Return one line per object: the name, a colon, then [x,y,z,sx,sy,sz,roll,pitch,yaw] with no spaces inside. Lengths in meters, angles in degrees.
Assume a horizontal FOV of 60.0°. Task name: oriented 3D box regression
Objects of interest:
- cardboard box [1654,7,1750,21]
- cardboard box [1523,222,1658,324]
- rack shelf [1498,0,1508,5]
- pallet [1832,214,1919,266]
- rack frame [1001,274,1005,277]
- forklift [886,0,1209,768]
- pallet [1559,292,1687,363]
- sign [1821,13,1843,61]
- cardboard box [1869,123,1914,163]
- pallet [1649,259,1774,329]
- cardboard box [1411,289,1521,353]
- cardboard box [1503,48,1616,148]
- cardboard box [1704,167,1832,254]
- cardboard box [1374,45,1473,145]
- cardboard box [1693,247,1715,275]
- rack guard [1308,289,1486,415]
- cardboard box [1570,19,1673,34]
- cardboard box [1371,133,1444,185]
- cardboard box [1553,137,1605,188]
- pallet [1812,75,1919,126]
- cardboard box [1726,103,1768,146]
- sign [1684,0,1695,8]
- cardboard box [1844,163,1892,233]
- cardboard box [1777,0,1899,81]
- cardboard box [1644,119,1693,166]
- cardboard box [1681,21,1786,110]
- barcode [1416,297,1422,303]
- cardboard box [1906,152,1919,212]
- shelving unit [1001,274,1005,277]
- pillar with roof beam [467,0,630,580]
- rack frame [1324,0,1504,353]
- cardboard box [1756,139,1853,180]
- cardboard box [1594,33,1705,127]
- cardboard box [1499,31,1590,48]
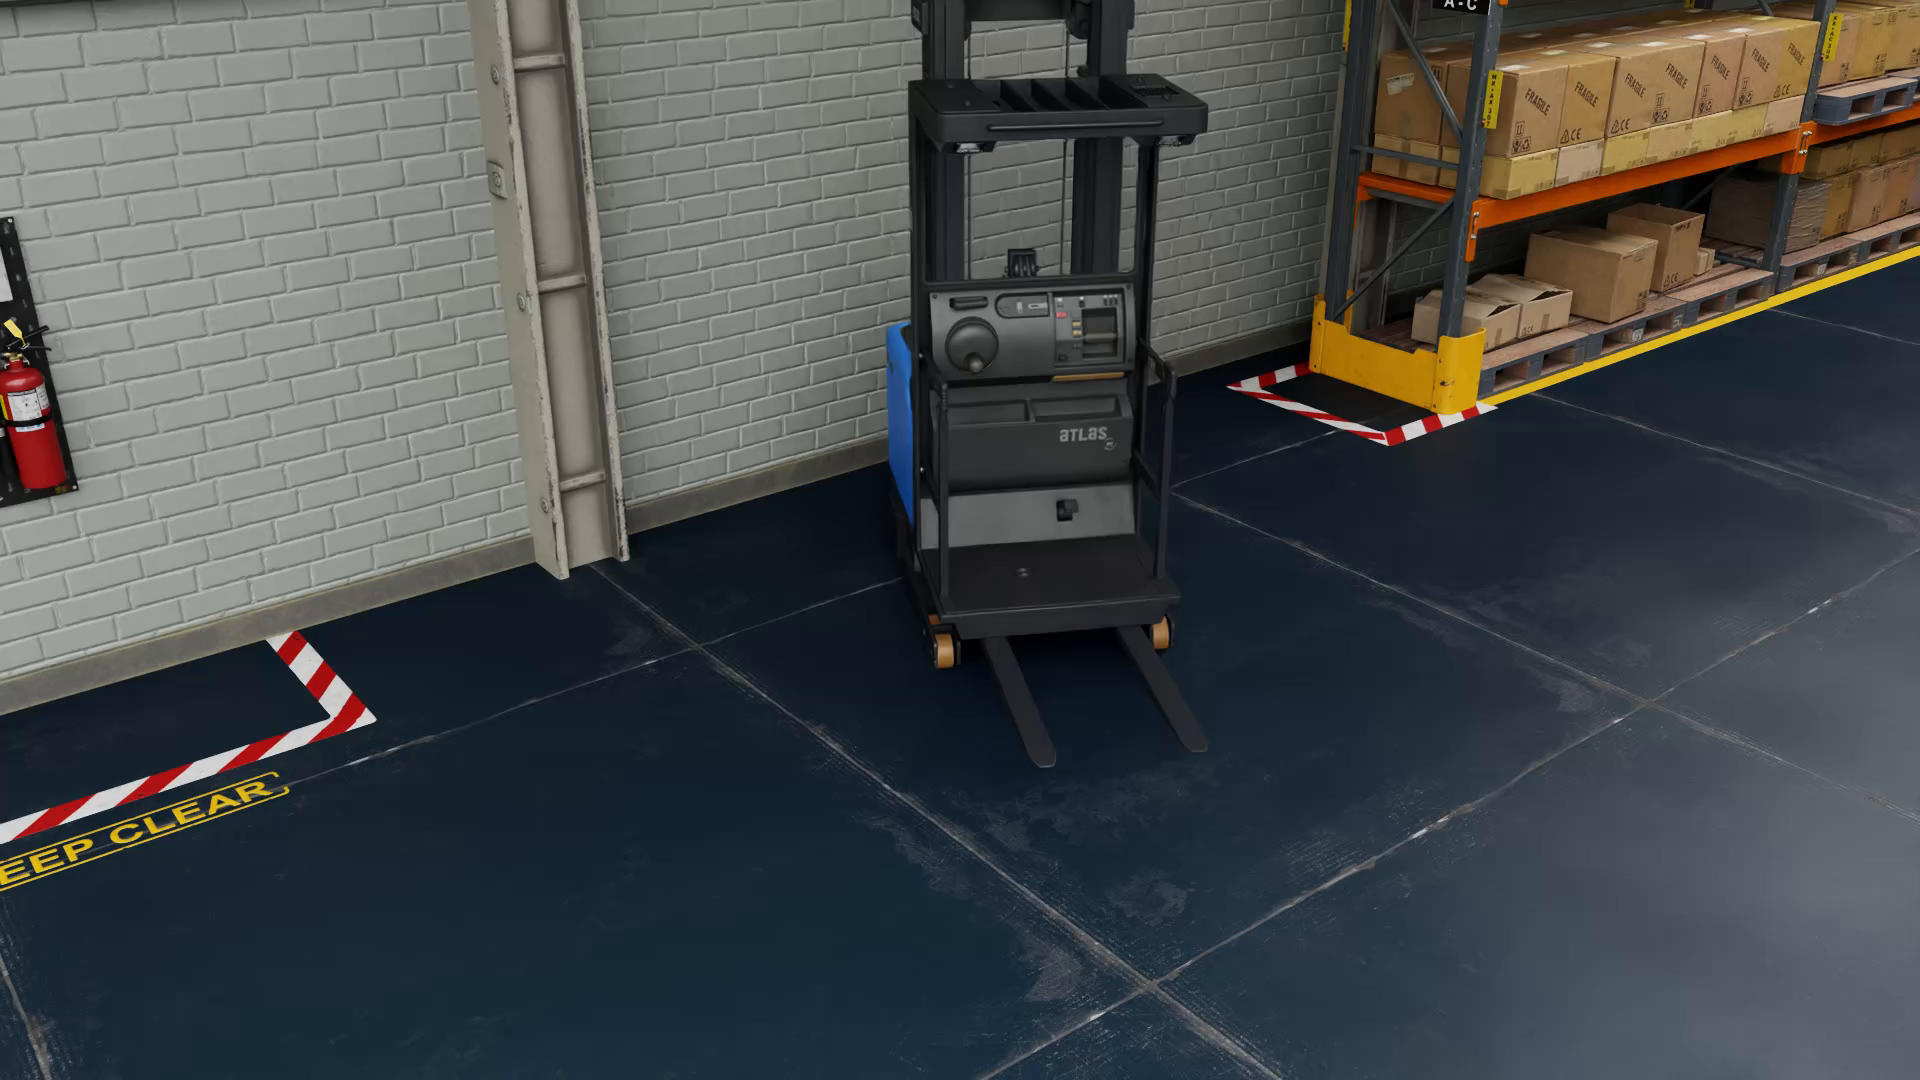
cardboard box: [5.412,-3.620,12.251,0.500,0.500,0.500,-19,31,-35]
cardboard box: [4.420,-1.890,11.707,0.500,0.500,0.700,-21,32,-37]
rack shelf: [4.337,-3.907,10.896,4.000,0.370,1.077,-18,31,-34]
pallet: [7.484,-2.648,14.206,1.213,0.211,1.003,-18,31,-34]
rack frame: [0.258,-0.849,9.154,0.015,1.200,0.240,-6,26,-12]
forklift: [0.366,-0.912,7.233,1.130,2.935,3.031,-4,25,-9]
pallet: [4.444,-1.622,11.994,1.213,0.211,1.003,-18,31,-34]
sign: [6.252,-3.607,11.930,0.005,0.325,0.100,-18,31,-34]
cardboard box: [7.635,-3.370,14.004,0.500,0.250,0.500,-18,31,-34]
pallet: [5.404,-1.941,12.681,1.213,0.211,1.003,-18,31,-34]
cardboard box: [3.363,-1.483,11.053,0.500,0.311,0.500,-23,33,-40]
cardboard box: [3.720,-2.783,10.448,0.500,0.500,0.500,-18,30,-34]
cardboard box: [6.480,-2.654,13.353,0.500,0.500,0.700,-17,30,-32]
cardboard box: [3.003,-2.827,10.541,0.500,0.500,0.500,-19,31,-35]
cardboard box: [5.509,-2.157,12.678,0.380,0.166,0.250,22,33,39]
rack guard: [2.823,-1.239,10.825,0.348,0.500,1.175,-18,31,-34]
cardboard box: [4.607,-3.359,11.689,0.500,0.500,0.500,-17,30,-33]
cardboard box: [3.012,-2.479,10.684,0.500,0.250,0.500,-18,30,-33]
cardboard box: [3.743,-2.455,10.631,0.500,0.250,0.500,-19,31,-36]
pallet: [6.602,-3.455,12.859,1.213,0.211,1.003,-18,31,-34]
cardboard box: [5.328,-2.983,11.768,0.500,0.250,0.500,-18,30,-34]
sign: [5.566,-4.100,12.645,0.005,0.325,0.100,-18,31,-34]
cardboard box: [7.282,-2.924,13.934,0.500,0.500,0.700,-18,30,-33]
cardboard box: [6.777,-3.900,12.950,0.500,0.500,0.700,-15,29,-29]
cardboard box: [4.547,-2.716,11.193,0.500,0.250,0.500,-18,30,-34]
cardboard box: [5.341,-3.316,11.596,0.500,0.500,0.500,-18,31,-34]
barcode: [3.131,-1.624,11.346,0.075,0.075,0.001,-18,31,-34]
cardboard box: [8.047,-3.197,14.522,0.500,0.500,0.700,-18,31,-34]
shelving unit: [0.496,-0.873,9.205,0.503,1.200,0.258,-6,26,-12]
pillar with roof beam: [0.715,-2.558,3.571,0.400,9.000,9.100,-18,31,-34]
rack frame: [2.763,-2.353,10.256,0.127,3.000,1.000,-18,31,-34]
cardboard box: [6.824,-3.110,13.444,0.500,0.250,0.500,-19,31,-35]
cardboard box: [4.529,-3.054,11.030,0.500,0.500,0.500,-17,30,-32]
cardboard box: [3.810,-3.090,11.108,0.500,0.500,0.500,-19,31,-35]
